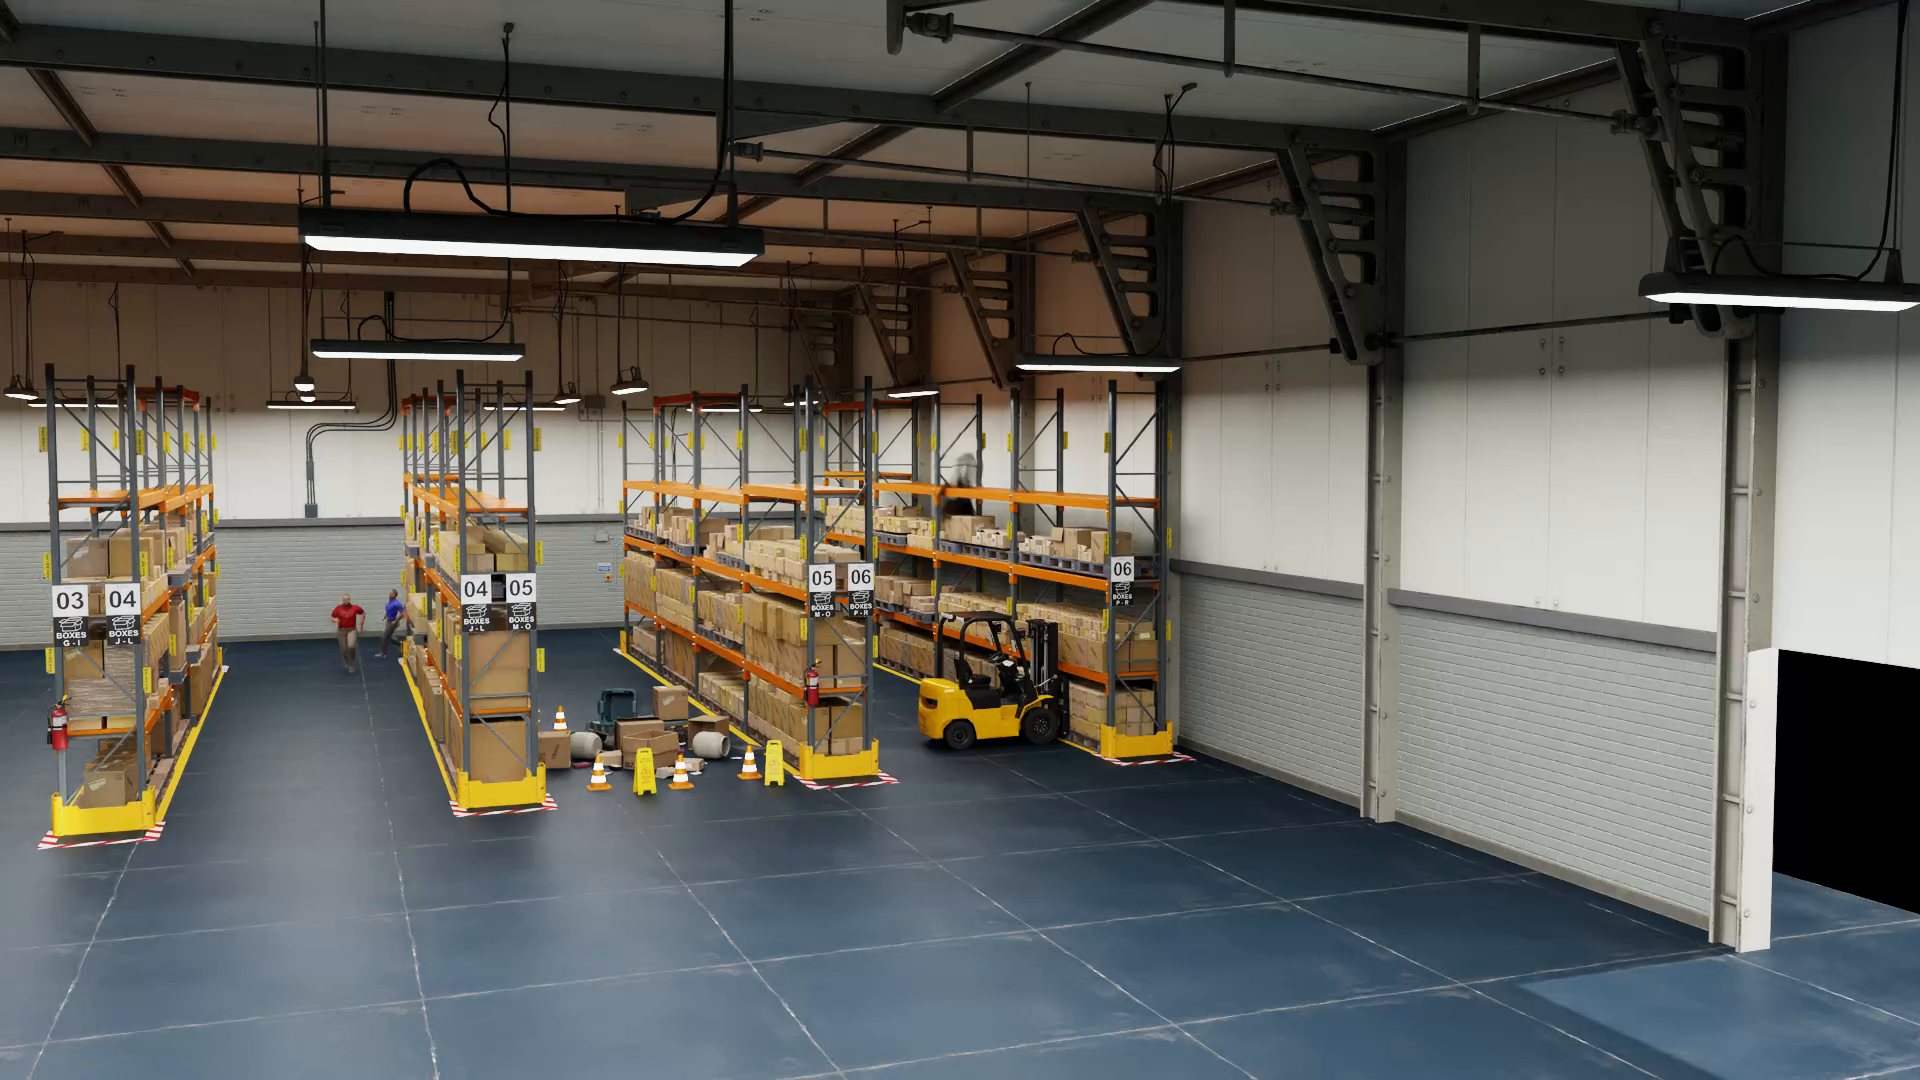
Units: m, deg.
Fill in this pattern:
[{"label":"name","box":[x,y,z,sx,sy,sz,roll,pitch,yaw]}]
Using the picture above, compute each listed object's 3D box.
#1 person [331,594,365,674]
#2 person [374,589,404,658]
[{"label":"person","box":[-13.341,2.055,36.237,0.682,1.763,0.837,-1,3,-11]},{"label":"person","box":[-13.185,1.938,38.729,0.770,1.602,0.701,-3,5,-44]}]
